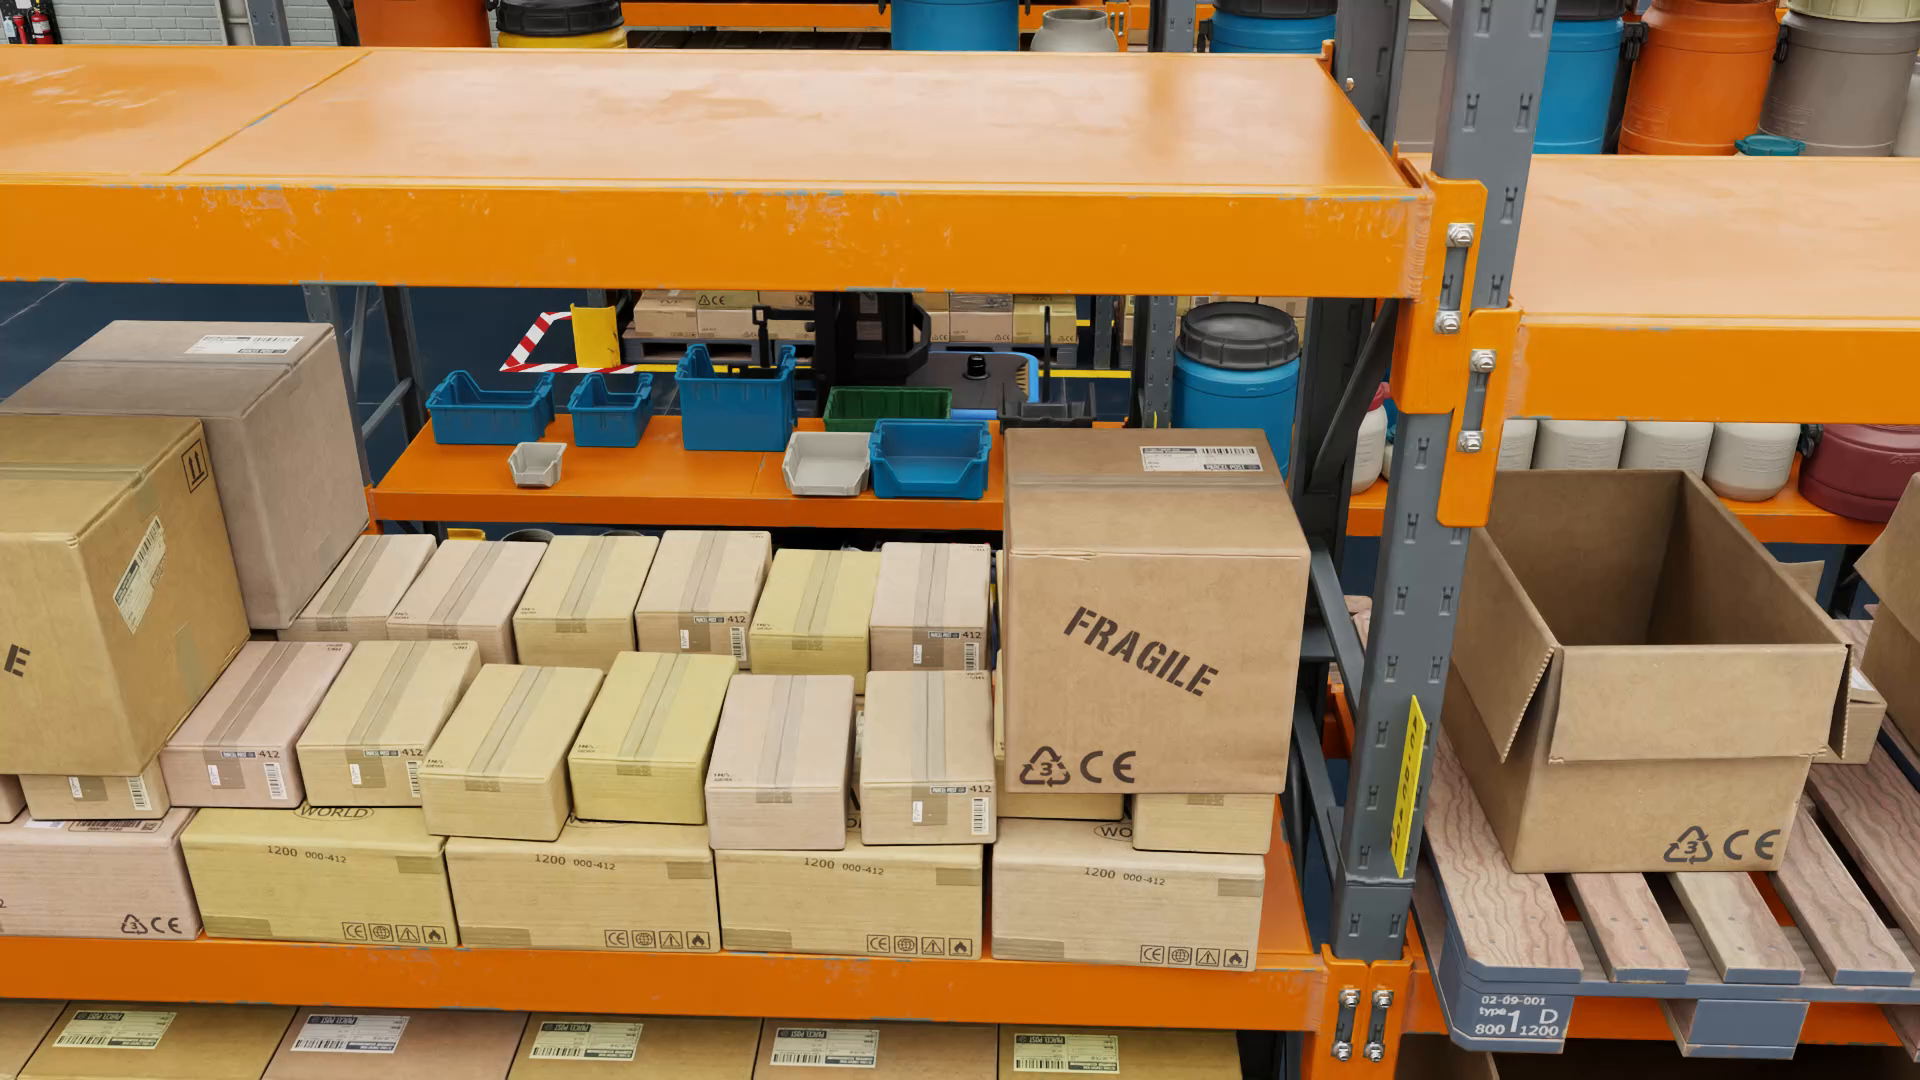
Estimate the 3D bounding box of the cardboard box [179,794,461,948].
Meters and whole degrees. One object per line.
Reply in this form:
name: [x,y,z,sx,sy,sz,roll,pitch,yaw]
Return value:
cardboard box: [-1.202,0.557,3.380,0.500,0.250,0.500,2,28,3]

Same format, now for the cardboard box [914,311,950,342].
cardboard box: [-0.325,-1.796,13.349,0.500,0.250,0.500,1,28,2]

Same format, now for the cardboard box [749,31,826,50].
cardboard box: [-1.304,-3.561,12.698,0.500,0.500,0.700,1,28,2]

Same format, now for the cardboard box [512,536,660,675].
cardboard box: [-0.826,0.142,3.737,0.250,0.149,0.380,0,28,1]

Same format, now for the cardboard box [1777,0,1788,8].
cardboard box: [6.090,-4.209,12.104,0.500,0.500,0.910,1,28,2]

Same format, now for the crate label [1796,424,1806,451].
crate label: [4.557,-0.630,8.840,0.416,0.233,0.303,1,28,2]

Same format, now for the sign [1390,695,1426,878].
sign: [0.781,0.431,2.905,0.005,0.325,0.100,1,28,2]

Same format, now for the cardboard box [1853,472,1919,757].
cardboard box: [2.200,0.244,3.252,0.637,0.503,0.797,2,28,4]

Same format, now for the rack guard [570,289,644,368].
rack guard: [-2.876,-1.868,13.666,0.348,0.500,1.175,1,28,2]

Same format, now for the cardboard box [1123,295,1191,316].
cardboard box: [1.550,-2.001,13.136,0.500,0.311,0.500,1,28,2]

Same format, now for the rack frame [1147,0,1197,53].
rack frame: [0.967,-3.238,7.176,0.127,3.000,1.000,1,28,2]

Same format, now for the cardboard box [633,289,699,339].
cardboard box: [-2.324,-1.830,13.412,0.500,0.250,0.500,1,28,2]

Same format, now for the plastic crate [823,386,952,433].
plastic crate: [-0.380,-0.648,8.922,0.662,0.188,0.450,1,28,2]

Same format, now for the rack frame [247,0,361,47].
rack frame: [-3.031,-3.304,7.301,0.127,3.000,1.000,1,28,2]

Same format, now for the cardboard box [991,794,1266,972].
cardboard box: [0.327,0.587,3.324,0.500,0.250,0.500,2,28,4]

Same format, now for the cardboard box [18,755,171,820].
cardboard box: [-1.640,0.380,3.288,0.250,0.149,0.380,0,28,-1]

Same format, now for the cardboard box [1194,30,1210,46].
cardboard box: [2.382,-5.426,17.133,0.500,0.500,0.700,4,28,7]

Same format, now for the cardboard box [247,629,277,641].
cardboard box: [-1.617,0.113,3.791,0.250,0.149,0.380,0,28,-1]

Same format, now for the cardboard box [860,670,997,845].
cardboard box: [-0.060,0.415,3.222,0.250,0.149,0.380,0,28,-1]

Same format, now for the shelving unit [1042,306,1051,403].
shelving unit: [1.044,-0.645,10.292,1.083,1.500,0.587,1,28,2]

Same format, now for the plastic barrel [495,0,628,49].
plastic barrel: [-1.887,-2.288,7.937,0.600,0.588,0.600,0,28,0]

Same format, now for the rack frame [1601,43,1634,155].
rack frame: [5.143,-2.840,12.830,0.127,3.000,1.000,1,28,2]

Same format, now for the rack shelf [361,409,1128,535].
rack shelf: [-1.032,-0.303,8.812,4.000,0.370,1.077,1,28,2]

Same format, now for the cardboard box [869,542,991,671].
cardboard box: [-0.062,0.159,3.705,0.250,0.149,0.380,1,28,2]

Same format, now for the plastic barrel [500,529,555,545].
plastic barrel: [-2.370,0.235,9.237,0.421,0.512,0.421,0,28,0]

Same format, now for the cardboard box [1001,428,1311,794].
cardboard box: [0.333,0.121,3.084,0.500,0.500,0.500,0,28,0]

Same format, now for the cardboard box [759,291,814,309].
cardboard box: [-1.324,-2.151,13.218,0.500,0.500,0.500,1,28,2]

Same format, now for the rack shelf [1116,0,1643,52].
rack shelf: [3.144,-3.880,12.358,4.000,0.370,1.077,1,28,2]

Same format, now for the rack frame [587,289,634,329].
rack frame: [-2.852,-2.972,13.079,0.127,3.000,1.000,1,28,2]

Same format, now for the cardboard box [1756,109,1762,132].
cardboard box: [5.776,-3.112,12.788,0.500,0.500,0.700,-8,29,-15]

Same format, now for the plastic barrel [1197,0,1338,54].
plastic barrel: [1.483,-2.227,7.937,0.708,0.901,0.600,1,28,2]

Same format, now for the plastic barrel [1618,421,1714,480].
plastic barrel: [3.508,-0.495,8.287,0.421,0.512,0.421,0,28,0]

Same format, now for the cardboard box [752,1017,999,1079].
cardboard box: [-0.167,1.227,3.666,0.500,0.500,0.500,1,28,2]

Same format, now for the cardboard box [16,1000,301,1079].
cardboard box: [-1.666,1.203,3.711,0.500,0.500,0.500,1,28,2]

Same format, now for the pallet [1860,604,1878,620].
pallet: [5.754,0.704,9.122,1.213,0.211,1.003,1,28,2]

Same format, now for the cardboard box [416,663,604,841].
cardboard box: [-0.860,0.406,3.238,0.250,0.149,0.380,2,28,4]

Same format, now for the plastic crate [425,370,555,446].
plastic crate: [-2.520,-0.720,8.989,0.616,0.251,0.499,1,28,2]

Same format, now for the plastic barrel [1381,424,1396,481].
plastic barrel: [2.284,-0.433,8.437,0.301,0.262,0.301,0,28,0]

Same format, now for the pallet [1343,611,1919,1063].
pallet: [1.405,0.549,3.436,1.003,0.211,1.213,1,28,2]

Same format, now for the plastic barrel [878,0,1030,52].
plastic barrel: [-0.024,-2.386,7.788,0.708,0.901,0.600,1,28,2]

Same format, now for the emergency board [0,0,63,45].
emergency board: [-10.416,-5.842,18.493,0.643,1.169,0.194,1,28,2]

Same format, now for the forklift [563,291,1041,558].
forklift: [-1.015,-1.349,10.091,3.031,2.935,1.130,1,28,2]

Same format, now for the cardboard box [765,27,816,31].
cardboard box: [-1.721,-5.403,17.004,0.500,0.500,0.500,1,28,2]

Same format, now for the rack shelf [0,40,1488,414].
rack shelf: [-1.207,-0.633,3.034,4.000,0.370,1.077,1,28,2]

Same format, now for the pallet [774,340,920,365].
pallet: [-0.870,-1.726,13.705,1.213,0.211,1.003,1,28,2]

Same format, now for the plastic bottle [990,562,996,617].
plastic bottle: [0.170,0.248,9.363,0.185,0.351,0.144,1,28,2]

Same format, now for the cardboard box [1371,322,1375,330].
cardboard box: [3.077,-1.729,13.221,0.500,0.250,0.500,1,28,3]

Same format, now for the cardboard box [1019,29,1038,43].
cardboard box: [0.833,-5.362,16.925,0.500,0.500,0.500,1,28,2]

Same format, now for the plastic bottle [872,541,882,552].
plastic bottle: [-0.439,0.171,9.509,0.185,0.351,0.144,1,28,1]

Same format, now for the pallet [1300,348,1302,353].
pallet: [3.105,-1.661,13.584,1.213,0.211,1.003,1,28,2]

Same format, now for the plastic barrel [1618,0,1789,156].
plastic barrel: [3.498,-2.162,7.891,0.708,0.830,0.600,1,28,2]

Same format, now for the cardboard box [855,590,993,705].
cardboard box: [-0.178,0.338,3.792,0.500,0.250,0.500,1,28,1]
